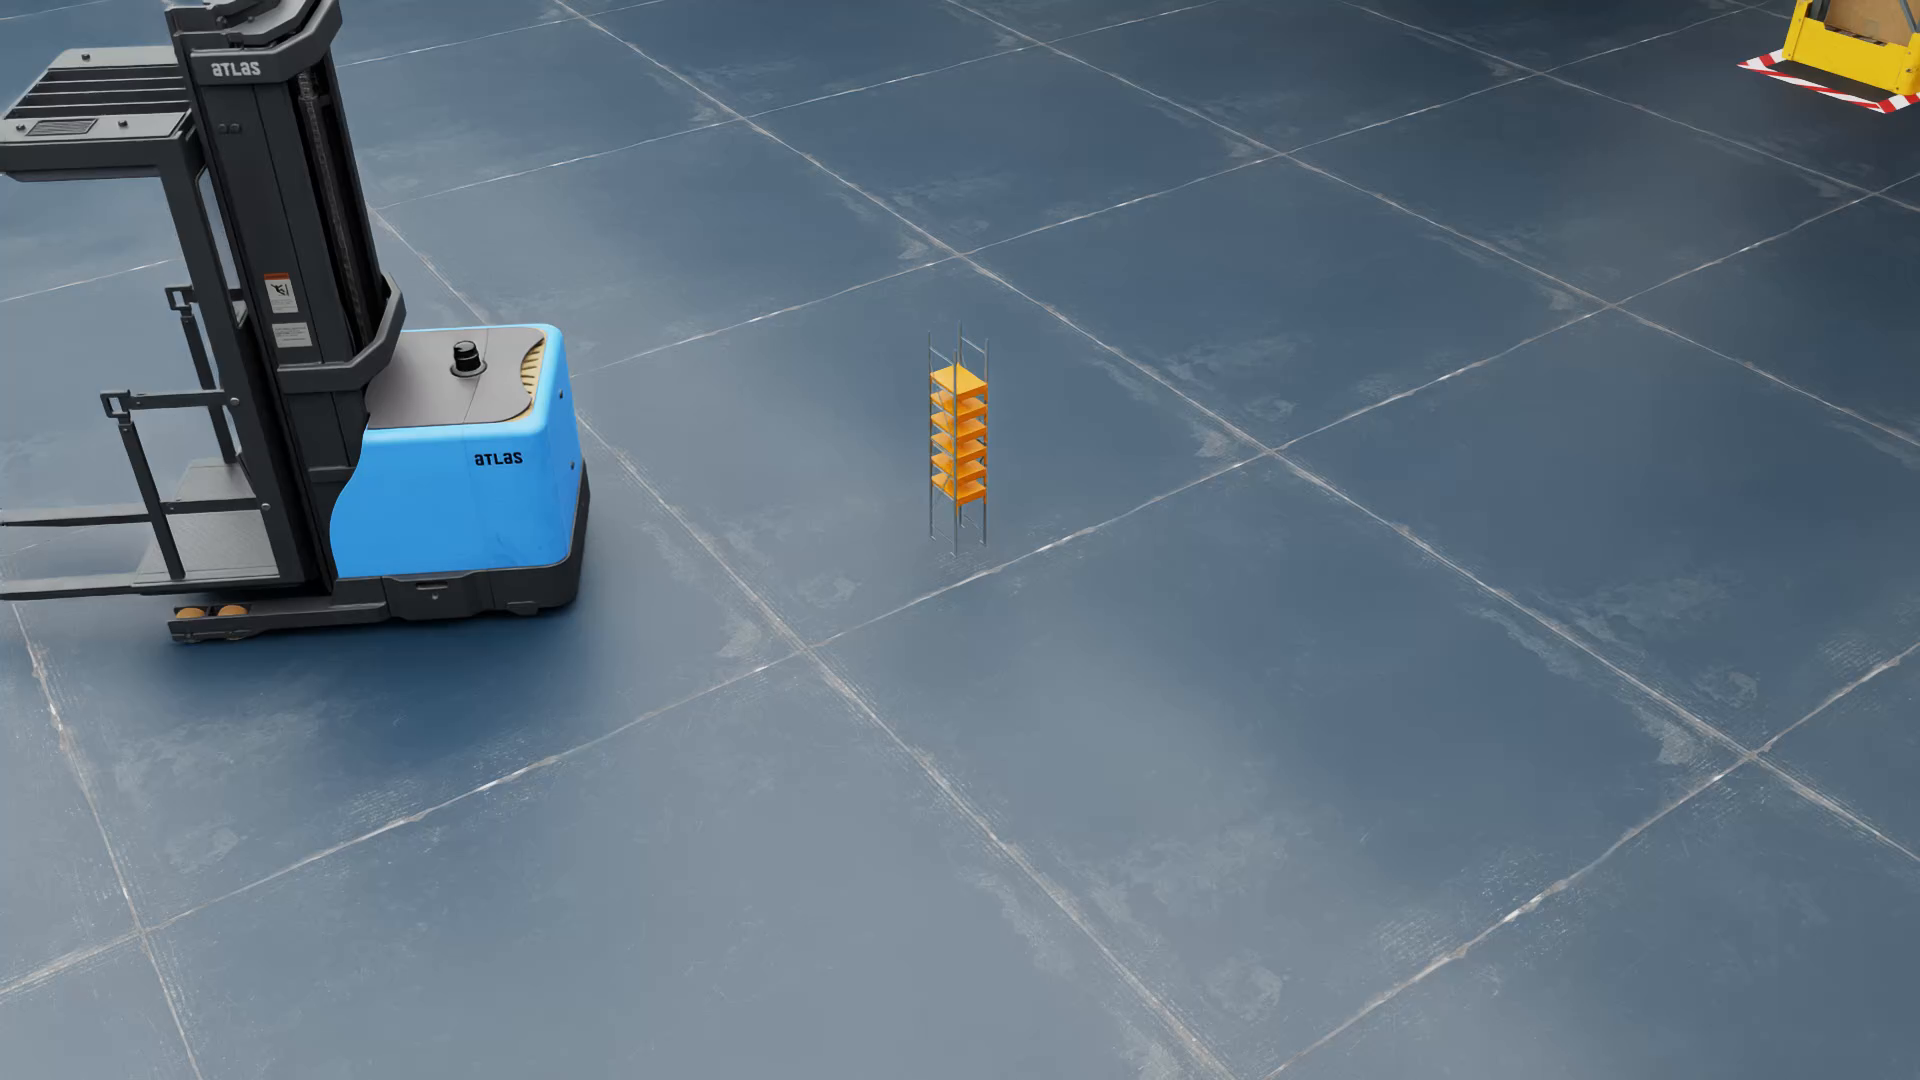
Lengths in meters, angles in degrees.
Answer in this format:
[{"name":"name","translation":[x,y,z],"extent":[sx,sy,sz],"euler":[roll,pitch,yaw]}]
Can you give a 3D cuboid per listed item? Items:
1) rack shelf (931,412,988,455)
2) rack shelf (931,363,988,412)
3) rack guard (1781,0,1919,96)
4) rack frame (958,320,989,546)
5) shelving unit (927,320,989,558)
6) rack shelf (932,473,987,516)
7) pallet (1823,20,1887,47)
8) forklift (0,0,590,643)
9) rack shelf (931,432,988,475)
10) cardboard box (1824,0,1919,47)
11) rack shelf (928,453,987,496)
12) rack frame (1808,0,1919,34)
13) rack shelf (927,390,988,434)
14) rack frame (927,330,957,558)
[{"name":"rack shelf","translation":[-0.012,-0.544,8.162],"extent":[0.180,0.103,0.258],"euler":[-22,41,-28]},{"name":"rack shelf","translation":[-0.012,-0.738,8.022],"extent":[0.180,0.103,0.258],"euler":[-22,41,-28]},{"name":"rack guard","translation":[7.550,-4.164,13.925],"extent":[0.348,0.500,1.175],"euler":[-22,41,-28]},{"name":"rack frame","translation":[0.063,-0.513,8.249],"extent":[0.006,1.200,0.240],"euler":[-22,41,-28]},{"name":"shelving unit","translation":[-0.012,-0.482,8.206],"extent":[0.189,1.200,0.258],"euler":[-22,41,-28]},{"name":"rack shelf","translation":[-0.012,-0.251,8.372],"extent":[0.180,0.103,0.258],"euler":[-22,41,-28]},{"name":"pallet","translation":[8.179,-4.361,14.446],"extent":[1.213,0.211,1.003],"euler":[-22,41,-28]},{"name":"forklift","translation":[-3.411,-1.029,7.483],"extent":[3.031,2.935,1.130],"euler":[-4,36,-5]},{"name":"rack shelf","translation":[-0.012,-0.446,8.232],"extent":[0.180,0.103,0.258],"euler":[-22,41,-28]},{"name":"cardboard box","translation":[8.086,-4.754,14.065],"extent":[0.875,0.875,0.875],"euler":[-22,41,-28]},{"name":"rack shelf","translation":[-0.012,-0.349,8.302],"extent":[0.180,0.103,0.258],"euler":[-22,41,-28]},{"name":"rack frame","translation":[7.570,-5.187,13.206],"extent":[0.127,3.000,1.000],"euler":[-22,41,-28]},{"name":"rack shelf","translation":[-0.012,-0.641,8.092],"extent":[0.180,0.103,0.258],"euler":[-22,41,-28]},{"name":"rack frame","translation":[-0.087,-0.451,8.163],"extent":[0.006,1.200,0.240],"euler":[-22,41,-28]}]
